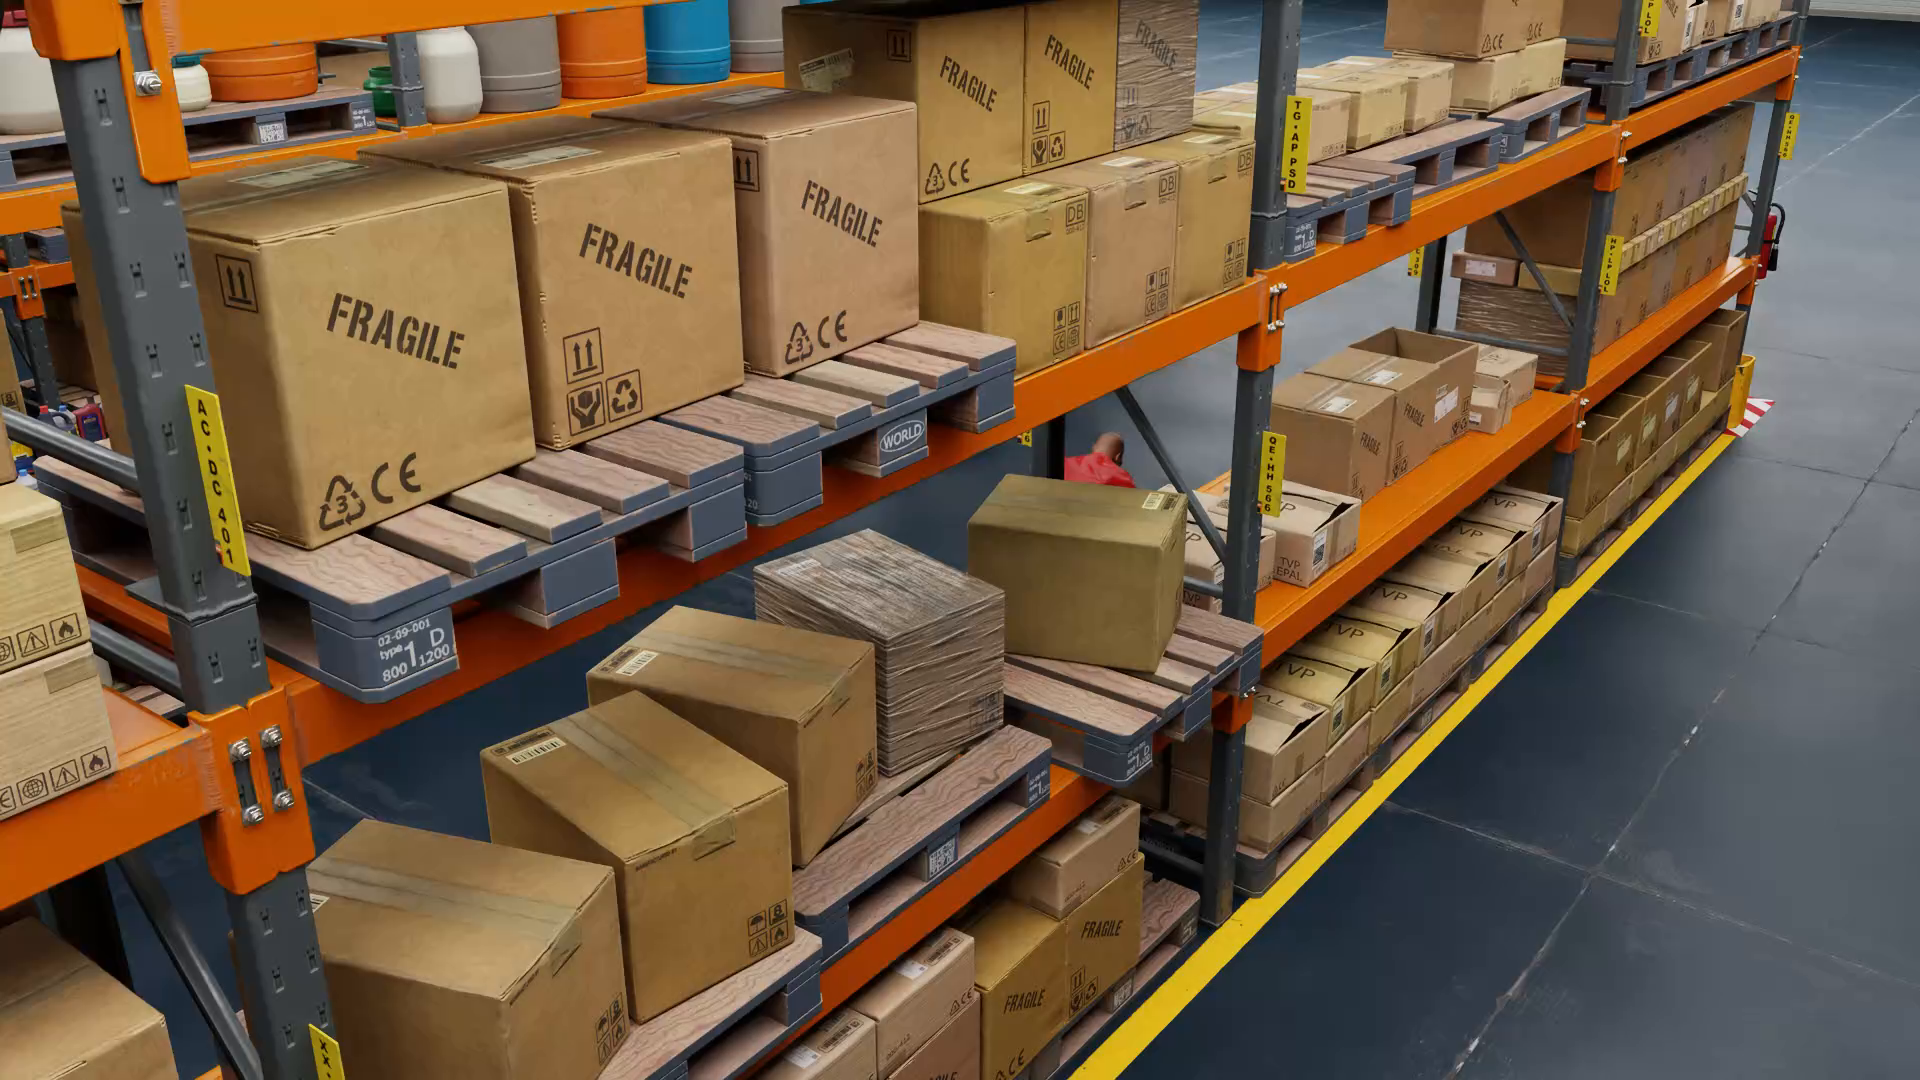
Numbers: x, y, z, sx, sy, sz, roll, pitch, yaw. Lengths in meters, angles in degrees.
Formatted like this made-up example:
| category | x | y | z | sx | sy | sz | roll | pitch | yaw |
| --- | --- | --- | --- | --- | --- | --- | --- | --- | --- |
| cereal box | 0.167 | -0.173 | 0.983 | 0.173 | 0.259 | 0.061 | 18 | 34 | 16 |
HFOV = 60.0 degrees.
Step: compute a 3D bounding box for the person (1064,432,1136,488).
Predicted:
| category | x | y | z | sx | sy | sz | roll | pitch | yaw |
| --- | --- | --- | --- | --- | --- | --- | --- | --- | --- |
| person | 0.683 | 0.003 | 9.403 | 0.569 | 1.106 | 0.831 | 17 | 29 | 34 |
